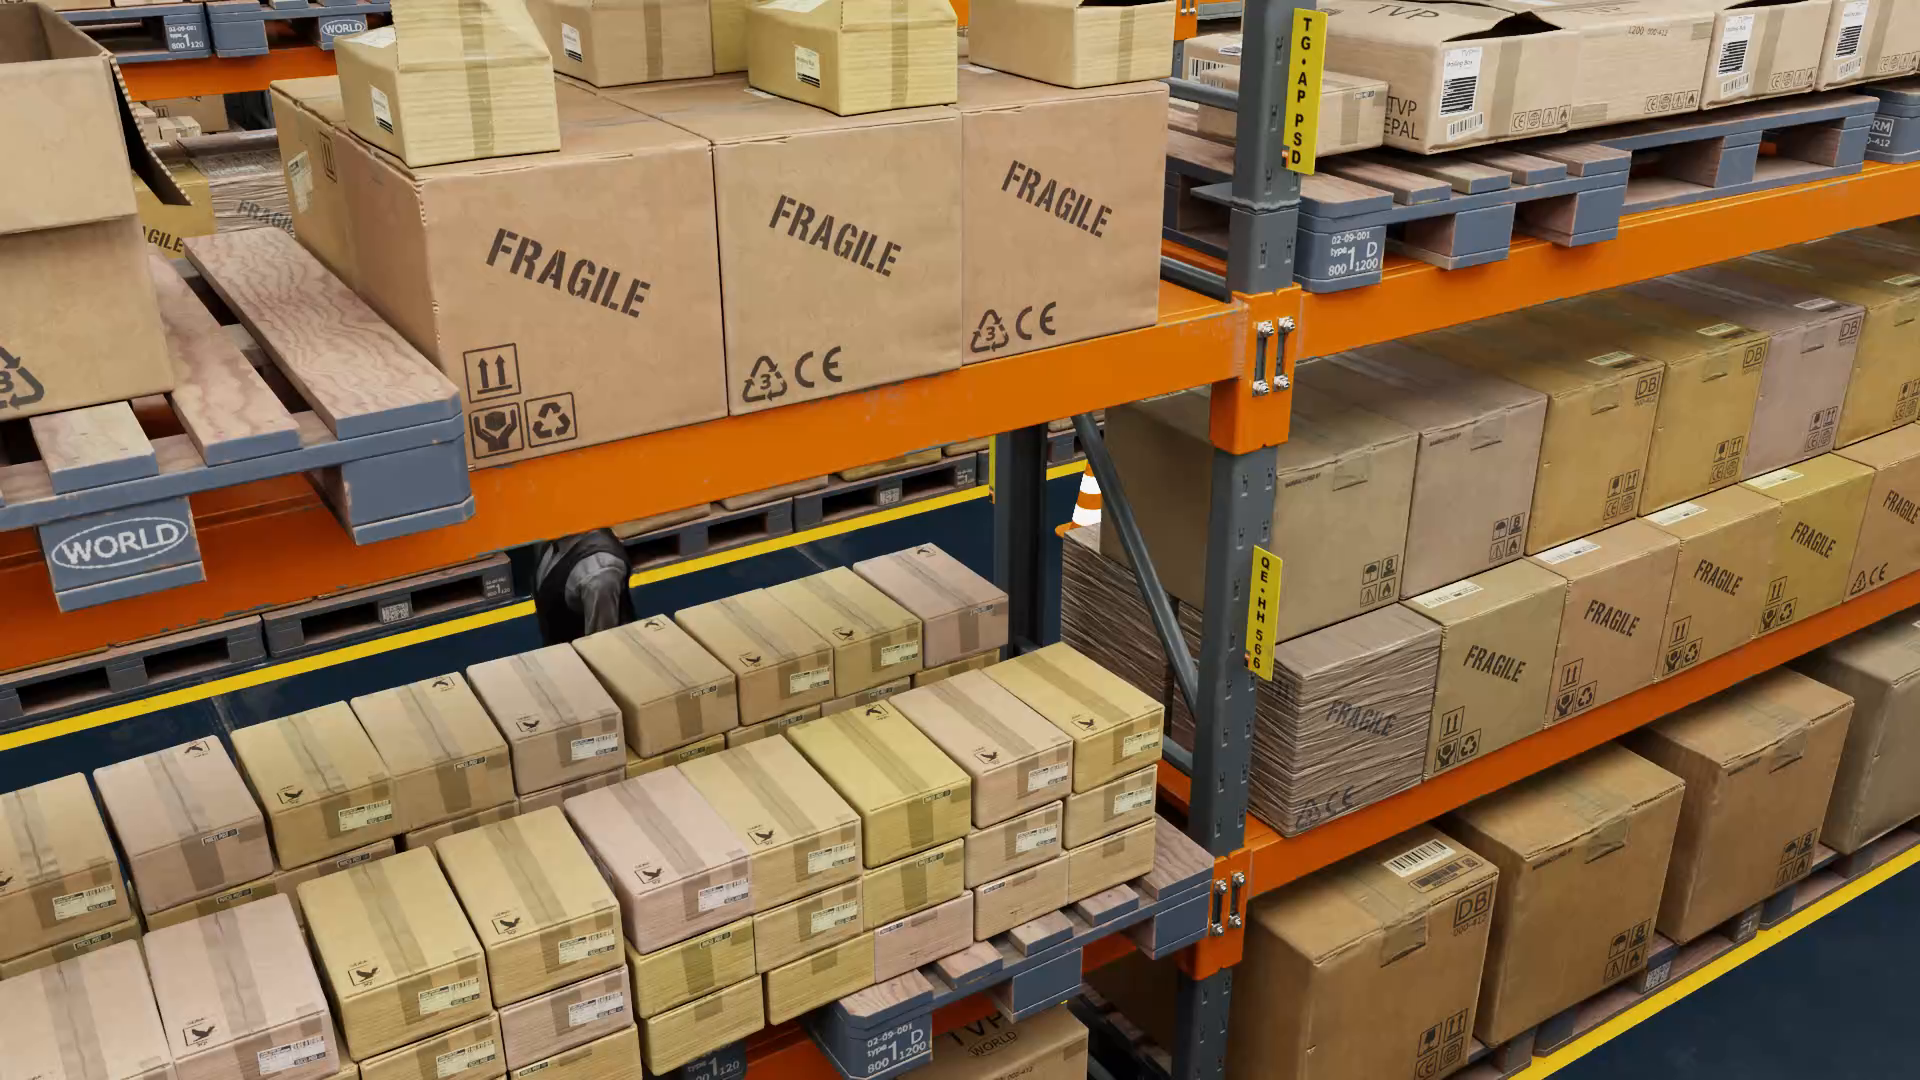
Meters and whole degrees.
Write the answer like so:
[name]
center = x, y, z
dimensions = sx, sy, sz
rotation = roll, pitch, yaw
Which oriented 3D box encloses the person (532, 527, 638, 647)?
[person]
center = -1.304, 0.481, 6.079
dimensions = 0.547, 1.703, 0.611
rotation = -12, 28, -25
